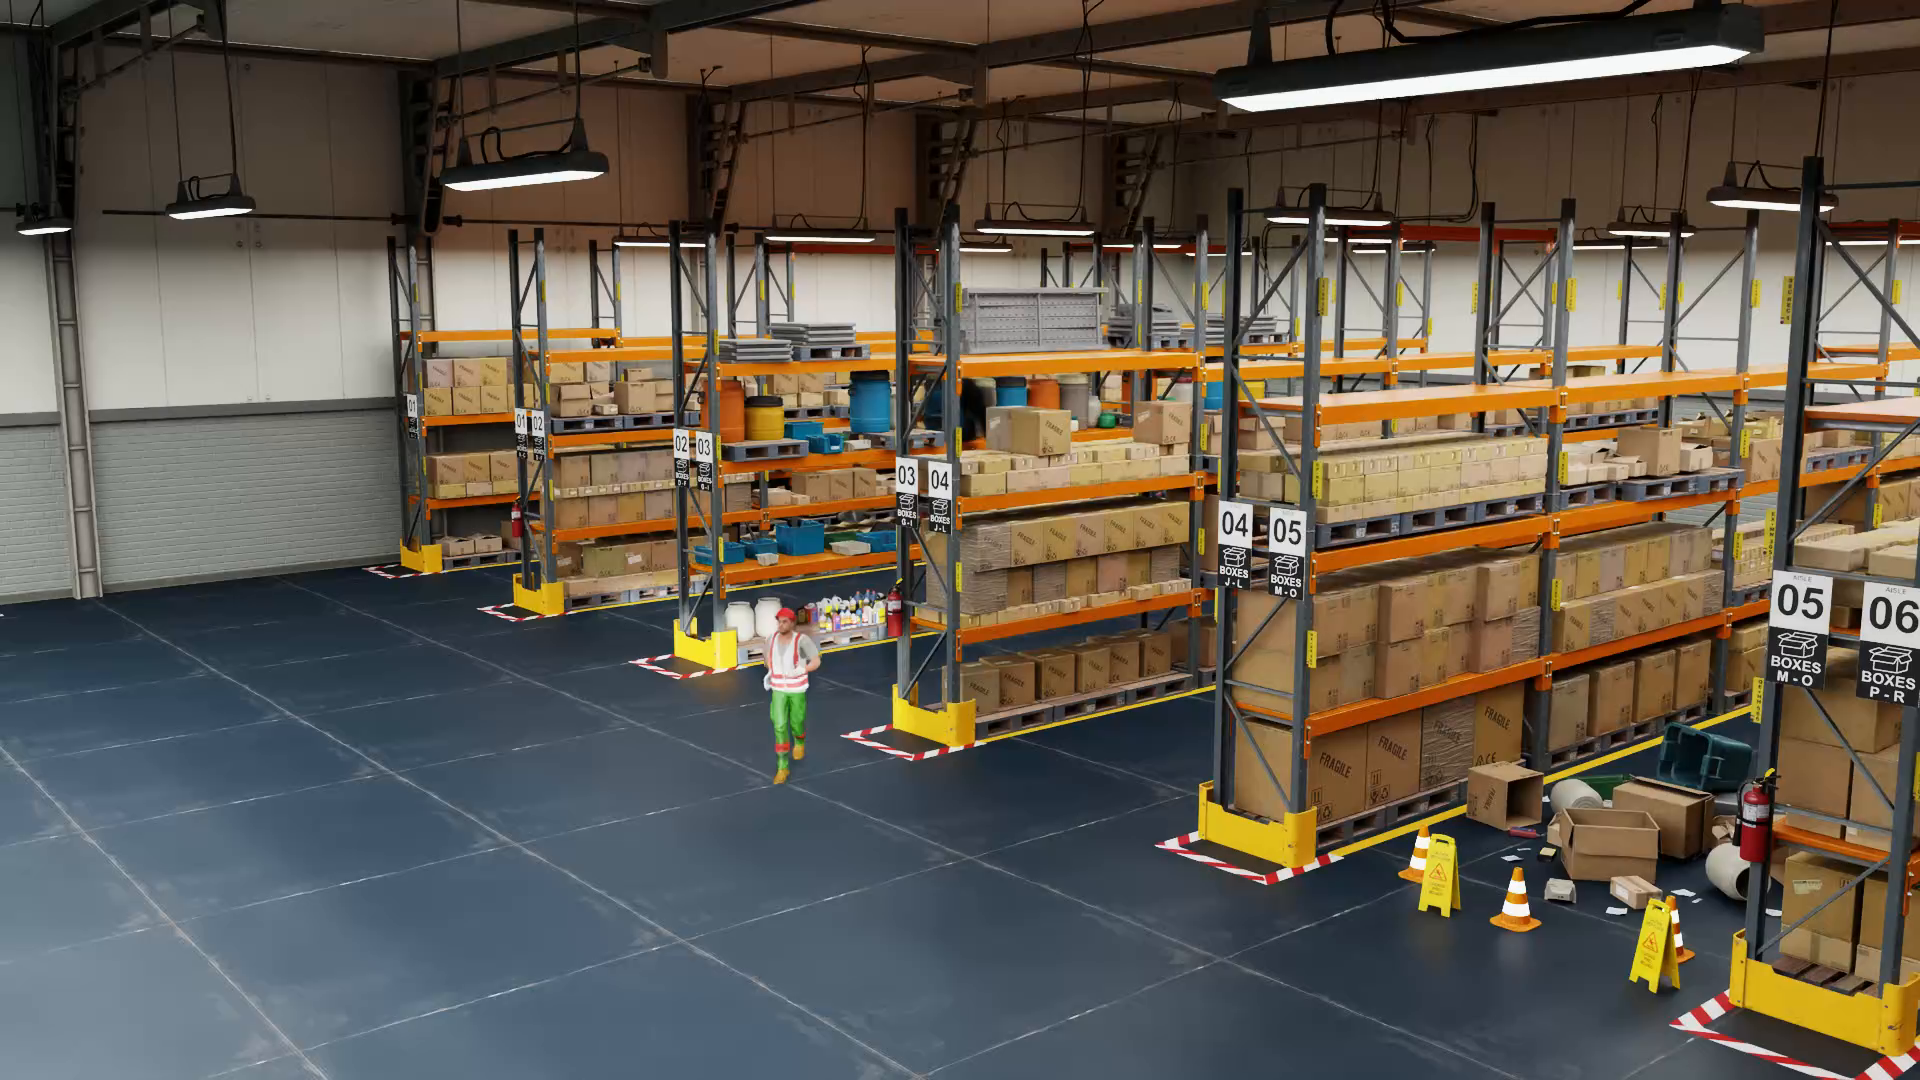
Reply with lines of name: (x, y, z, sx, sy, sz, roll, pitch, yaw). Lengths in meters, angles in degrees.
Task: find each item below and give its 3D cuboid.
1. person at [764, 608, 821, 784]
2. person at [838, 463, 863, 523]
person: (-1.779, 1.593, 17.582, 0.637, 1.797, 0.925, 2, 9, 10)
person: (-2.118, -0.767, 32.974, 0.655, 1.807, 0.729, 8, 12, 41)
